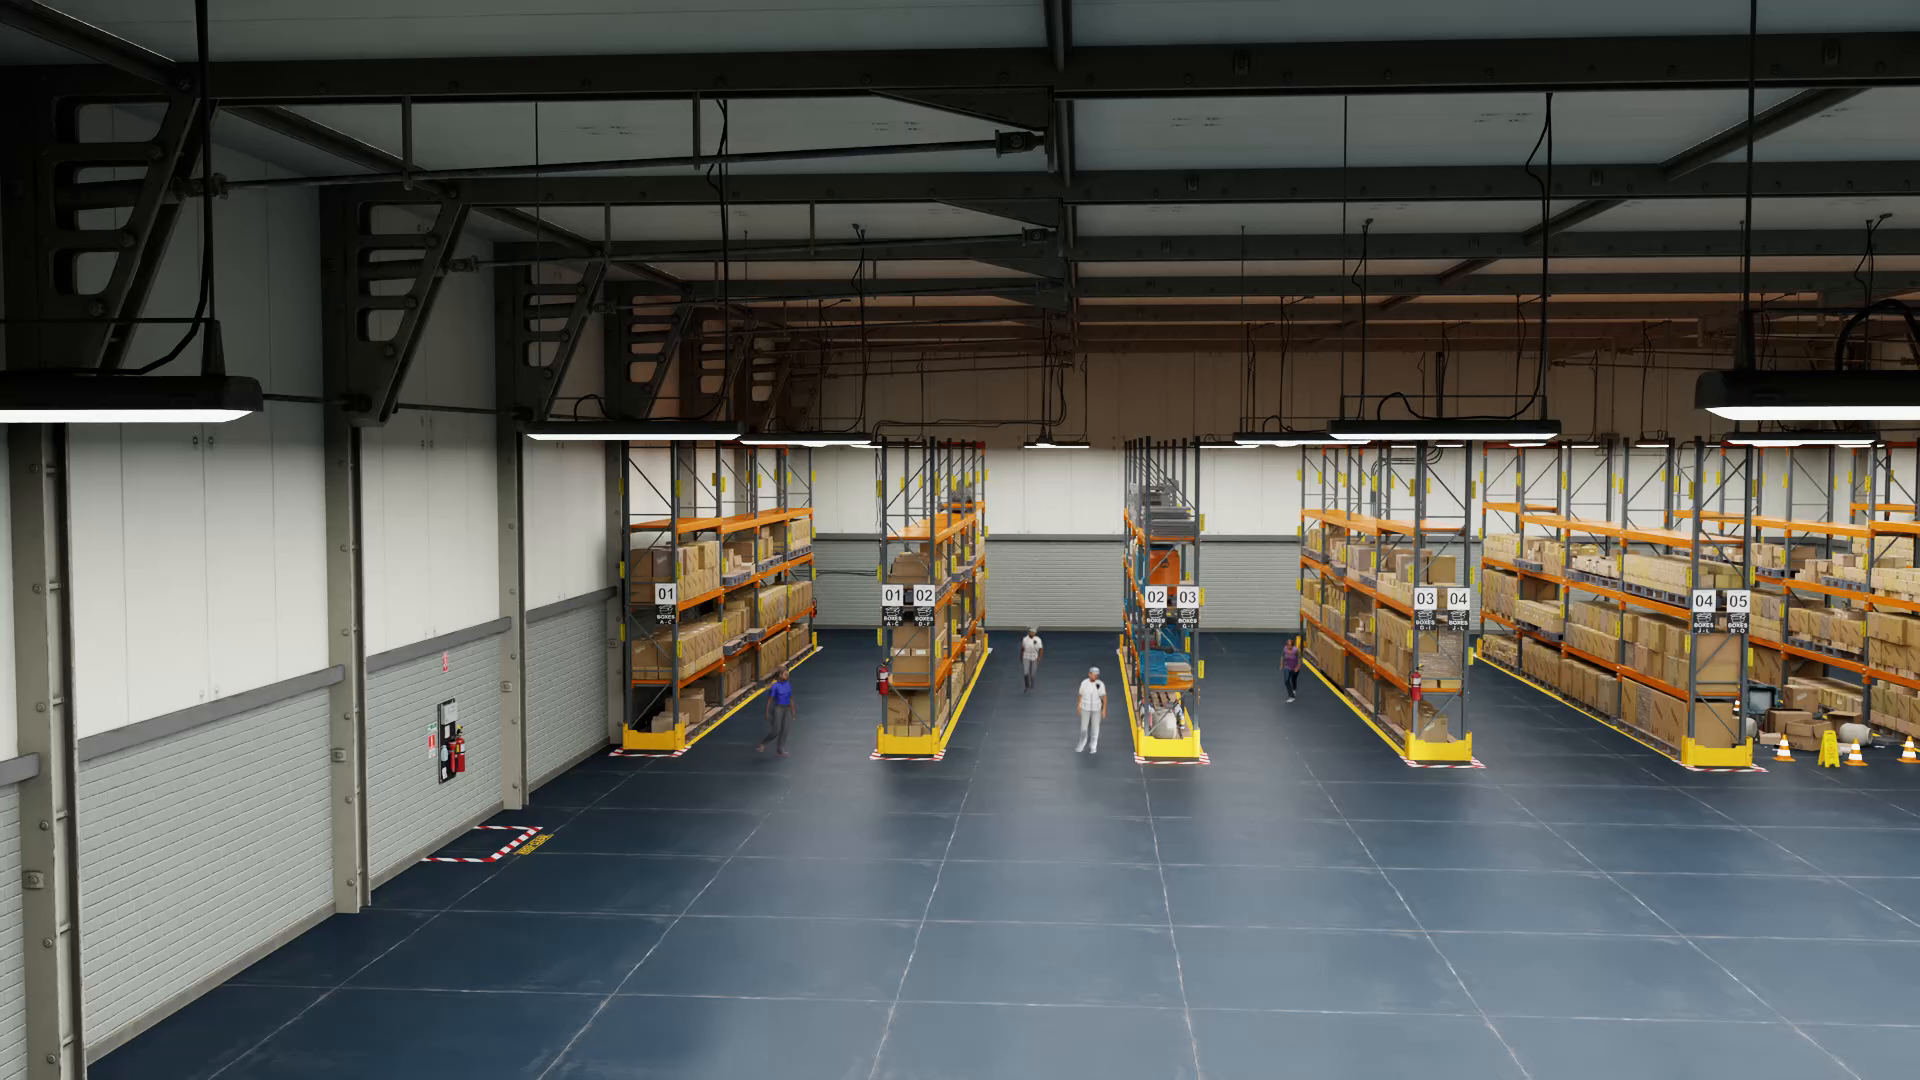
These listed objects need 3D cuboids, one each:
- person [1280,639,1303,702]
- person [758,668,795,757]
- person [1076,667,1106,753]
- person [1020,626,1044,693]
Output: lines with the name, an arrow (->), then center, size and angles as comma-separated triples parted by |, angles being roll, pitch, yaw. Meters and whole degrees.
person -> 7.638, 2.957, 38.160 | 0.520, 1.451, 0.972 | 1, 3, 23
person -> -3.458, 3.229, 31.174 | 0.534, 1.653, 0.620 | 3, 4, 41
person -> 2.474, 3.208, 31.358 | 0.564, 1.641, 0.459 | 0, 3, 2
person -> 1.679, 2.815, 39.004 | 0.562, 1.611, 0.788 | 0, 3, 2
